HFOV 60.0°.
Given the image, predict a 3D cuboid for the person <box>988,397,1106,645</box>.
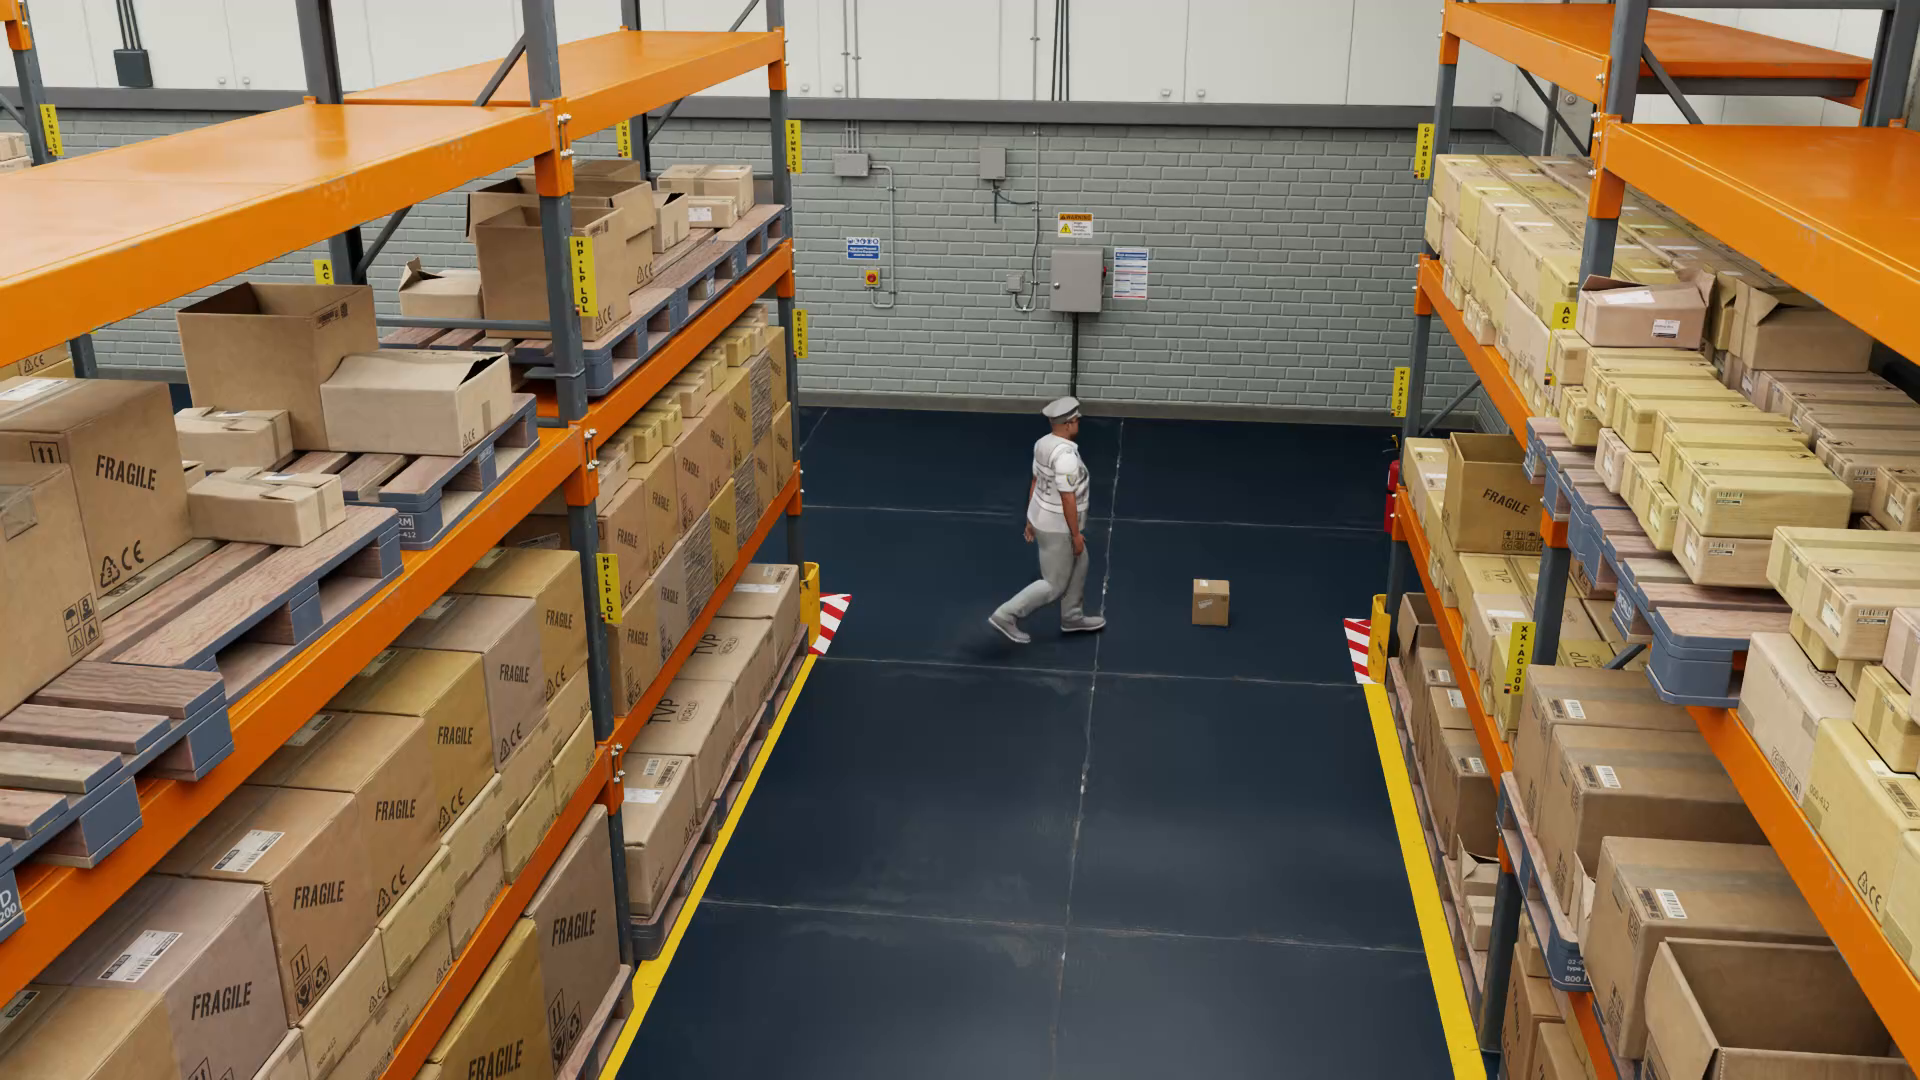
[{"bbox_3d":[0.612,-0.126,11.371,0.907,1.726,0.537,-4,21,-12],"label":"person"}]
